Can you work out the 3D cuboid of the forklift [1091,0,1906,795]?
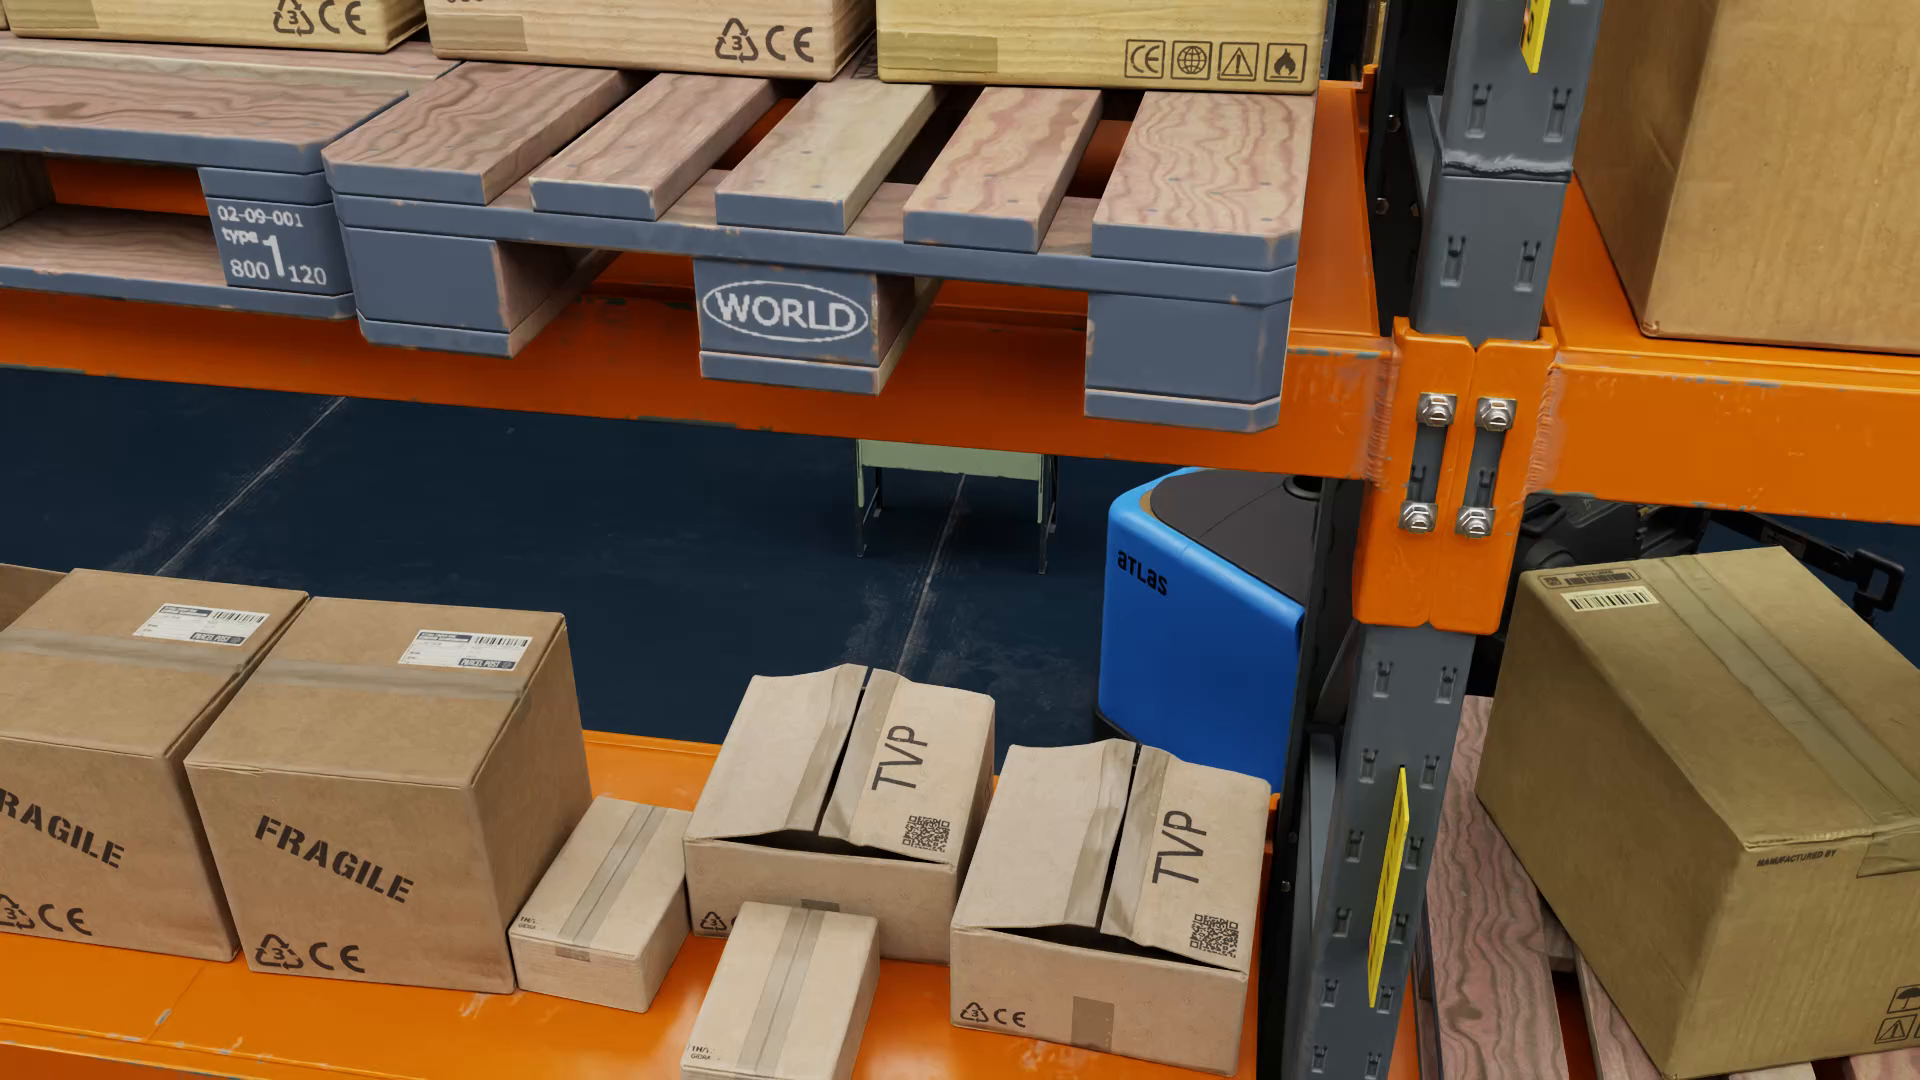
[{"bbox_3d":[1.723,0.006,3.978,1.130,2.935,3.031,-22,38,-31],"label":"forklift"}]

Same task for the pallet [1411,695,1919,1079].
[{"bbox_3d":[1.314,0.752,2.903,1.003,0.211,1.213,5,32,8],"label":"pallet"}]

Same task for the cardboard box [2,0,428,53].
[{"bbox_3d":[-0.905,-0.845,2.191,0.500,0.250,0.500,5,32,7],"label":"cardboard box"}]

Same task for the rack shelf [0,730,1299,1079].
[{"bbox_3d":[-1.338,0.773,3.366,4.000,0.370,1.077,5,32,8],"label":"rack shelf"}]

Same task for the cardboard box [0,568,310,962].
[{"bbox_3d":[-1.542,0.416,3.164,0.500,0.500,0.500,5,32,8],"label":"cardboard box"}]

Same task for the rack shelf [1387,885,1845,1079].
[{"bbox_3d":[2.605,1.130,2.796,4.000,0.370,1.077,5,32,8],"label":"rack shelf"}]

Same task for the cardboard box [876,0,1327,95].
[{"bbox_3d":[0.177,-0.751,2.040,0.500,0.250,0.500,3,32,5],"label":"cardboard box"}]

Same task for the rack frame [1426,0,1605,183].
[{"bbox_3d":[0.634,-1.897,1.298,0.127,3.000,1.000,5,32,8],"label":"rack frame"}]

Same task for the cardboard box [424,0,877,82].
[{"bbox_3d":[-0.343,-0.788,2.100,0.500,0.250,0.500,6,33,10],"label":"cardboard box"}]

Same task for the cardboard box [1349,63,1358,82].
[{"bbox_3d":[1.828,-1.952,7.259,0.250,0.149,0.380,6,32,9],"label":"cardboard box"}]

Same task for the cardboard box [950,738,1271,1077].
[{"bbox_3d":[0.283,0.629,3.002,0.500,0.311,0.500,7,33,11],"label":"cardboard box"}]

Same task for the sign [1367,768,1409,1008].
[{"bbox_3d":[0.544,0.446,2.119,0.005,0.325,0.100,5,32,8],"label":"sign"}]

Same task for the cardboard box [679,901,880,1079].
[{"bbox_3d":[-0.299,0.817,2.854,0.250,0.149,0.380,5,32,8],"label":"cardboard box"}]

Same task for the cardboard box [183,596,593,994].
[{"bbox_3d":[-1.023,0.463,3.089,0.500,0.500,0.500,3,32,6],"label":"cardboard box"}]

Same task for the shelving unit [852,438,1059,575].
[{"bbox_3d":[-0.007,-0.636,6.353,0.755,1.500,0.431,5,32,8],"label":"shelving unit"}]

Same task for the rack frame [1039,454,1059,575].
[{"bbox_3d":[0.354,-0.604,6.301,0.023,1.500,0.400,5,32,8],"label":"rack frame"}]

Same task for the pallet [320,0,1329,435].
[{"bbox_3d":[-0.050,-0.559,2.166,1.003,0.211,1.213,7,33,10],"label":"pallet"}]

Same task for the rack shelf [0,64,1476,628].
[{"bbox_3d":[-1.338,-0.499,2.570,4.000,0.370,1.077,5,32,8],"label":"rack shelf"}]

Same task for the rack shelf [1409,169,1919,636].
[{"bbox_3d":[2.605,-0.142,2.000,4.000,0.370,1.077,5,32,8],"label":"rack shelf"}]

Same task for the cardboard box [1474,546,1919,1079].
[{"bbox_3d":[1.274,0.423,2.757,0.500,0.500,0.700,-5,32,-8],"label":"cardboard box"}]

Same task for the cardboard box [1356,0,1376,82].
[{"bbox_3d":[1.974,-2.217,7.072,0.500,0.500,0.500,5,32,9],"label":"cardboard box"}]

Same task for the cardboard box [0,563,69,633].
[{"bbox_3d":[-2.035,0.371,3.236,0.500,0.500,0.500,7,33,12],"label":"cardboard box"}]

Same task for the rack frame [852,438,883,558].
[{"bbox_3d":[-0.367,-0.669,6.405,0.023,1.500,0.400,5,32,8],"label":"rack frame"}]

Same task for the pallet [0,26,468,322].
[{"bbox_3d":[-1.153,-0.657,2.323,1.213,0.211,1.003,7,33,10],"label":"pallet"}]

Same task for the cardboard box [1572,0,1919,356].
[{"bbox_3d":[1.070,-0.646,2.034,0.500,0.500,0.910,5,32,8],"label":"cardboard box"}]

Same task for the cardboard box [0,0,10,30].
[{"bbox_3d":[-1.435,-0.894,2.269,0.500,0.250,0.500,3,32,4],"label":"cardboard box"}]

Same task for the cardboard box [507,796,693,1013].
[{"bbox_3d":[-0.633,0.669,3.092,0.250,0.149,0.380,8,33,12],"label":"cardboard box"}]

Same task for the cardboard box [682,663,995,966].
[{"bbox_3d":[-0.215,0.503,3.203,0.500,0.311,0.500,5,32,8],"label":"cardboard box"}]

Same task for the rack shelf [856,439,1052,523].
[{"bbox_3d":[-0.007,-0.360,6.526,0.720,0.370,0.431,5,32,8],"label":"rack shelf"}]

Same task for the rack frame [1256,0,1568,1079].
[{"bbox_3d":[0.634,0.646,2.890,0.127,3.000,1.000,5,32,8],"label":"rack frame"}]

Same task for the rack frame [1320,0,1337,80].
[{"bbox_3d":[1.464,-1.945,7.030,0.127,3.000,1.000,5,32,8],"label":"rack frame"}]

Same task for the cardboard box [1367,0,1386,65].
[{"bbox_3d":[1.899,-1.944,6.636,0.500,0.500,0.500,6,33,10],"label":"cardboard box"}]

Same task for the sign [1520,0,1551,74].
[{"bbox_3d":[0.533,-0.588,1.474,0.005,0.325,0.100,5,32,8],"label":"sign"}]
